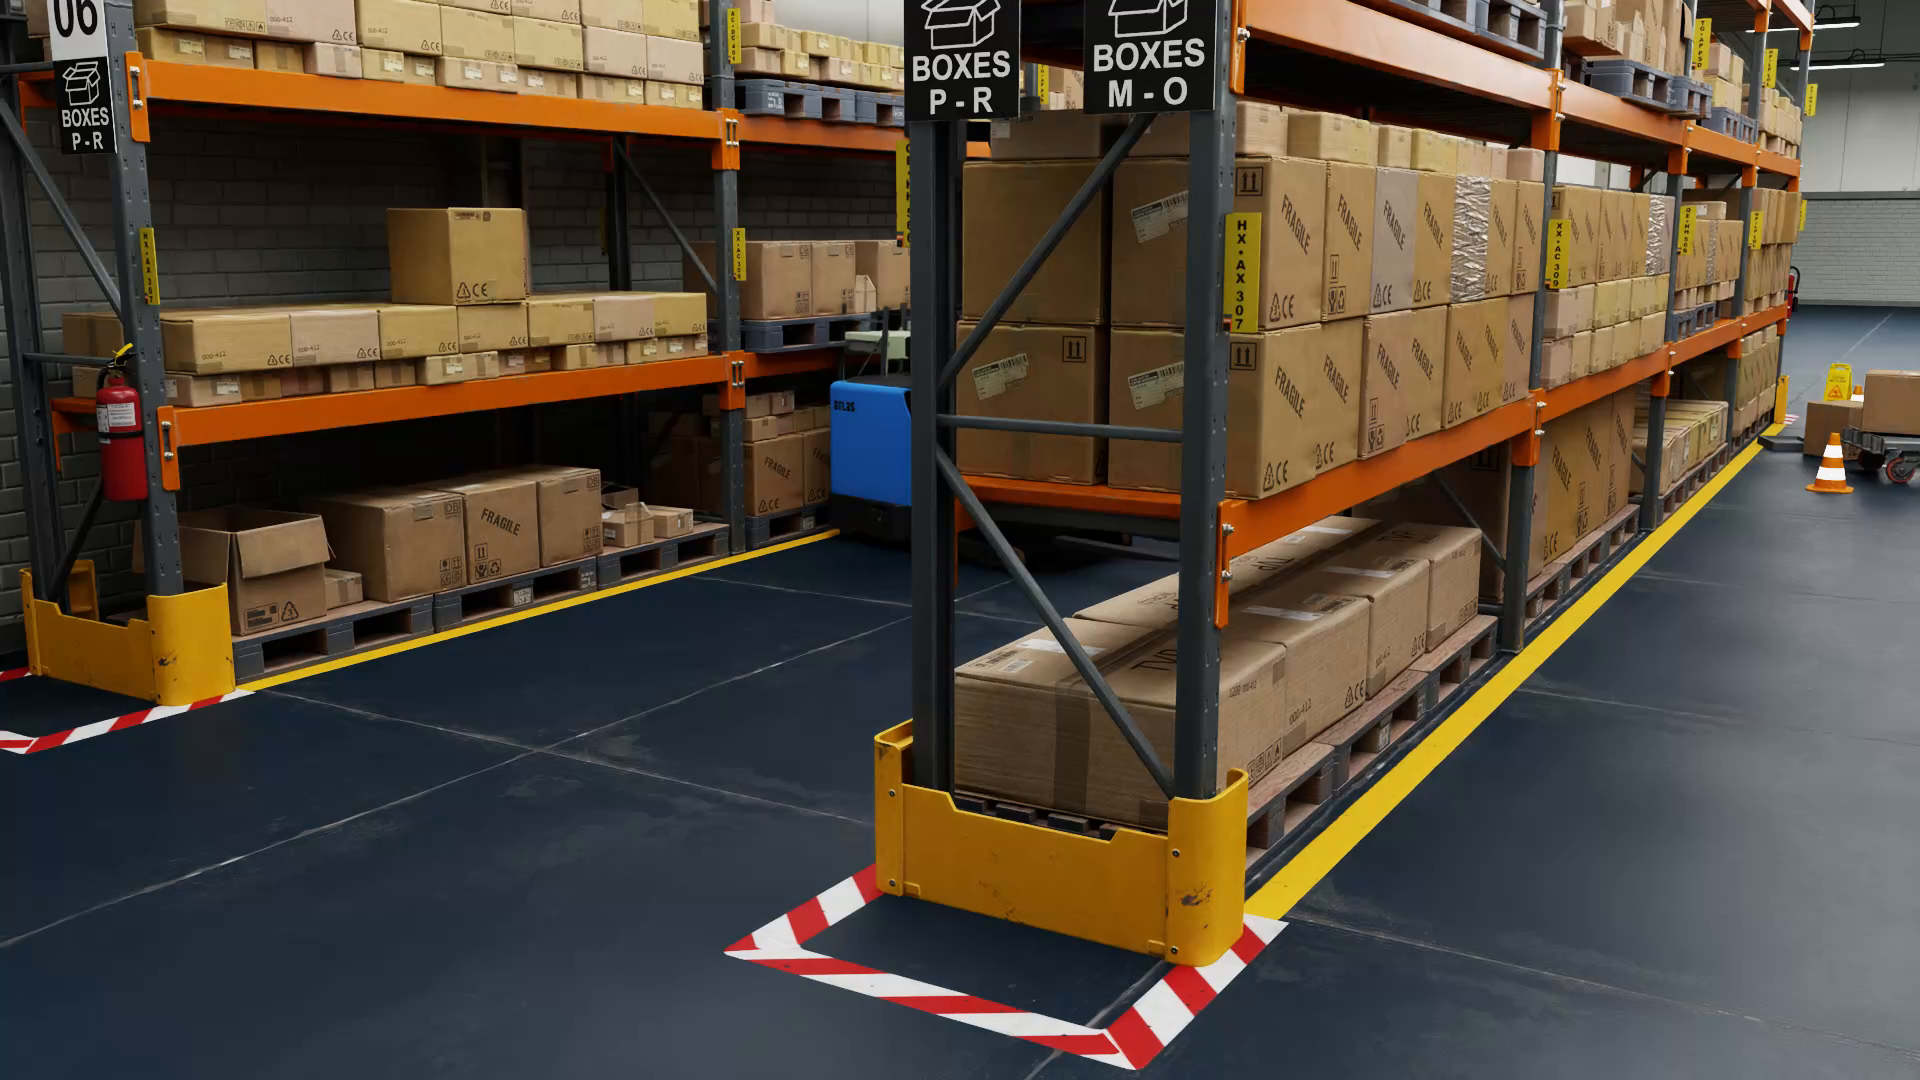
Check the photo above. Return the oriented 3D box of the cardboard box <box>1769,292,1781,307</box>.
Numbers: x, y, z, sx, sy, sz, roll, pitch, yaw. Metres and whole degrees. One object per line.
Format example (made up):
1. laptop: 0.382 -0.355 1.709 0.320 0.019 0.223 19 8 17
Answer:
1. cardboard box: 8.304 -2.507 17.289 0.380 0.149 0.250 7 12 32

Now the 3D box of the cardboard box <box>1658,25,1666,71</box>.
1. cardboard box: 4.042 -2.948 10.036 0.396 0.266 0.258 6 12 29

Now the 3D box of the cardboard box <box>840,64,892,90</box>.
1. cardboard box: -0.700 -3.243 11.659 0.380 0.149 0.250 7 13 32

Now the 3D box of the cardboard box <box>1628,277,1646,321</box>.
1. cardboard box: 3.912 -1.491 10.232 0.500 0.250 0.500 6 12 29

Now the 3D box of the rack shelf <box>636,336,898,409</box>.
1. rack shelf: -0.825 -1.389 12.590 1.077 0.370 4.000 6 12 31

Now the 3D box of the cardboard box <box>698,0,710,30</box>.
1. cardboard box: -1.763 -3.439 10.769 0.396 0.266 0.258 6 12 30

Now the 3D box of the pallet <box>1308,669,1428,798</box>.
1. pallet: 1.287 0.721 6.942 1.003 0.211 1.213 6 12 31

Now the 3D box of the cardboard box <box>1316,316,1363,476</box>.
1. cardboard box: 1.038 -0.504 5.640 0.500 0.500 0.500 6 12 30

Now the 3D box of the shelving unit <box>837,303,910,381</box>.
1. shelving unit: -0.490 -0.914 11.802 0.431 1.500 0.755 10 12 32

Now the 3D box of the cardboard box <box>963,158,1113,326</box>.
1. cardboard box: 0.351 -0.964 5.379 0.500 0.500 0.500 7 13 33

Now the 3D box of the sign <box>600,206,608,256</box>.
1. sign: -2.339 -2.049 11.017 0.100 0.325 0.005 6 12 31

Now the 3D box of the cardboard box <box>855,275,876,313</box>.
1. cardboard box: -0.814 -1.750 11.789 0.396 0.266 0.258 7 13 33

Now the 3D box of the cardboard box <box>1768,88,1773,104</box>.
1. cardboard box: 7.232 -4.058 15.256 0.380 0.149 0.250 6 12 29

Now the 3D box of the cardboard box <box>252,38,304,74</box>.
1. cardboard box: -3.314 -2.260 7.820 0.380 0.149 0.250 6 12 31

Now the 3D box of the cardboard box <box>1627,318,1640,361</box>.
1. cardboard box: 3.890 -1.246 10.278 0.500 0.250 0.500 6 12 30

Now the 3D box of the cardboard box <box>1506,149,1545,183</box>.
1. cardboard box: 2.493 -1.735 7.732 0.380 0.149 0.250 6 12 30

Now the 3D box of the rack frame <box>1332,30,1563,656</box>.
1. rack frame: 2.381 -0.954 8.314 1.000 3.000 0.127 6 12 31

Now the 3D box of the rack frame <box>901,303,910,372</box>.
1. rack frame: -0.288 -0.956 12.104 0.400 1.500 0.023 10 12 32

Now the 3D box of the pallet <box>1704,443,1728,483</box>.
1. pallet: 6.132 -0.719 14.636 1.003 0.211 1.213 6 12 31

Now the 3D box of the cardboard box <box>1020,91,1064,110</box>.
1. cardboard box: 0.654 -3.698 14.039 0.380 0.166 0.250 6 12 31

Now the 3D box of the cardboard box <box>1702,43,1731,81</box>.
1. cardboard box: 5.832 -3.799 13.267 0.500 0.250 0.500 7 12 32

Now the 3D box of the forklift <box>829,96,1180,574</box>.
1. forklift: 0.486 -1.337 10.545 1.130 2.935 3.031 -10 15 -43

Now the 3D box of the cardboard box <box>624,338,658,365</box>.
1. cardboard box: -2.044 -1.144 10.009 0.380 0.149 0.250 7 13 32

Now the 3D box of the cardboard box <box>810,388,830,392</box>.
1. cardboard box: -0.949 -1.093 12.943 0.380 0.149 0.250 6 12 31

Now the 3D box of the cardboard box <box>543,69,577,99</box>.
1. cardboard box: -2.369 -2.537 9.299 0.380 0.149 0.250 7 13 33

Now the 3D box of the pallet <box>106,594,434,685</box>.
1. pallet: -3.487 0.435 8.474 1.003 0.211 1.213 6 12 31

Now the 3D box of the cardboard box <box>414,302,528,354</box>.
1. cardboard box: -2.705 -1.159 9.005 0.500 0.250 0.500 6 12 29

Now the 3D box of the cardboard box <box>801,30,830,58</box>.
1. cardboard box: -1.088 -3.270 10.994 0.380 0.149 0.250 6 12 30

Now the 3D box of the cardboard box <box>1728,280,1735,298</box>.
1. cardboard box: 6.503 -2.188 14.446 0.380 0.149 0.250 7 12 32

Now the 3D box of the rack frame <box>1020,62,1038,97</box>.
1. rack frame: 0.214 -5.006 13.652 1.000 3.000 0.127 6 12 31

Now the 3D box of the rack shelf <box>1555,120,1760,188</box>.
1. rack shelf: 5.496 -3.019 13.144 1.077 0.370 4.000 6 12 31

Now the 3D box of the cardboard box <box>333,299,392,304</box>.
1. cardboard box: -3.126 -1.209 9.277 0.500 0.250 0.500 6 12 31

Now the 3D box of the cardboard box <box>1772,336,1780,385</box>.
1. cardboard box: 8.418 -1.914 17.734 0.500 0.500 0.500 6 12 31

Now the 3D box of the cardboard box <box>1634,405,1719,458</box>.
1. cardboard box: 5.894 -0.931 14.190 0.950 0.372 0.625 7 13 34

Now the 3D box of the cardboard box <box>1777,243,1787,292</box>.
1. cardboard box: 8.301 -2.847 17.343 0.500 0.500 0.500 6 12 31

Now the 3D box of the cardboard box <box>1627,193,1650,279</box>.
1. cardboard box: 3.890 -1.859 10.156 0.500 0.500 0.500 6 12 31

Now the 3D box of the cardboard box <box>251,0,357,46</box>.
1. cardboard box: -3.230 -2.471 7.864 0.500 0.250 0.500 7 13 32

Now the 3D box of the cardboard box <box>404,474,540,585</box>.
1. cardboard box: -2.704 -0.068 9.231 0.500 0.500 0.500 7 12 32

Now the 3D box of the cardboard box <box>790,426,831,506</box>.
1. cardboard box: -1.152 -0.545 11.779 0.500 0.500 0.500 6 12 30

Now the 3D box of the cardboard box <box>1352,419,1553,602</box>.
1. cardboard box: 2.635 -0.221 9.032 0.875 0.875 0.875 7 13 32

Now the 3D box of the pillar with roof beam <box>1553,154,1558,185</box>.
1. pillar with roof beam: 16.260 -8.660 33.172 9.100 9.000 0.548 6 12 31

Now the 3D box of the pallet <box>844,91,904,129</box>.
1. pallet: -0.929 -3.069 11.970 1.213 0.211 1.003 6 12 31

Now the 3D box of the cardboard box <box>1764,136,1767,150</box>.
1. cardboard box: 7.436 -3.751 15.783 0.380 0.149 0.250 6 12 29

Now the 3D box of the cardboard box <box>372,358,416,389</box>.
1. cardboard box: -3.019 -0.866 8.525 0.380 0.149 0.250 7 12 32

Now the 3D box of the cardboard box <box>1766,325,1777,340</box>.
1. cardboard box: 8.285 -2.169 17.331 0.380 0.149 0.250 7 13 32

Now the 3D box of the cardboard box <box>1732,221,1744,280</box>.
1. cardboard box: 6.491 -2.519 14.454 0.500 0.500 0.500 6 12 30

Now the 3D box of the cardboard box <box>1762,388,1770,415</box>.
1. cardboard box: 8.146 -1.463 17.361 0.500 0.250 0.500 6 12 31

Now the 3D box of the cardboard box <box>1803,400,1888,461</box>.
1. cardboard box: 8.254 -1.023 15.470 0.500 0.500 0.500 -4 11 -18

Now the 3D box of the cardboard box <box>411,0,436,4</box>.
1. cardboard box: -2.966 -2.796 8.239 0.500 0.250 0.500 6 12 30

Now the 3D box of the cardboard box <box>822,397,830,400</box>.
1. cardboard box: -0.825 -0.967 12.270 0.380 0.149 0.250 7 13 33

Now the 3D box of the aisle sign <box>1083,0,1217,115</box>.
1. aisle sign: 0.515 -1.564 4.506 0.394 0.787 0.004 6 12 31

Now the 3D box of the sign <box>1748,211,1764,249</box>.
1. sign: 7.011 -2.729 14.647 0.100 0.325 0.005 6 12 31

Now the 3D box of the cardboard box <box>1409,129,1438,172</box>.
1. cardboard box: 1.566 -1.454 6.231 0.380 0.149 0.250 6 12 29

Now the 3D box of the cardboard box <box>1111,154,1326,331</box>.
1. cardboard box: 0.797 -0.914 5.110 0.500 0.500 0.500 6 12 29

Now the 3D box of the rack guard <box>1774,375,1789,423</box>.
1. rack guard: 8.572 -1.601 18.561 1.175 0.500 0.348 6 12 31

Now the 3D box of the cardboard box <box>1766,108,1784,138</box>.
1. cardboard box: 7.528 -3.962 15.827 0.500 0.250 0.500 7 12 31

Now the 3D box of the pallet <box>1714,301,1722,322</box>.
1. pallet: 6.013 -2.012 14.484 1.003 0.211 1.213 6 12 31
